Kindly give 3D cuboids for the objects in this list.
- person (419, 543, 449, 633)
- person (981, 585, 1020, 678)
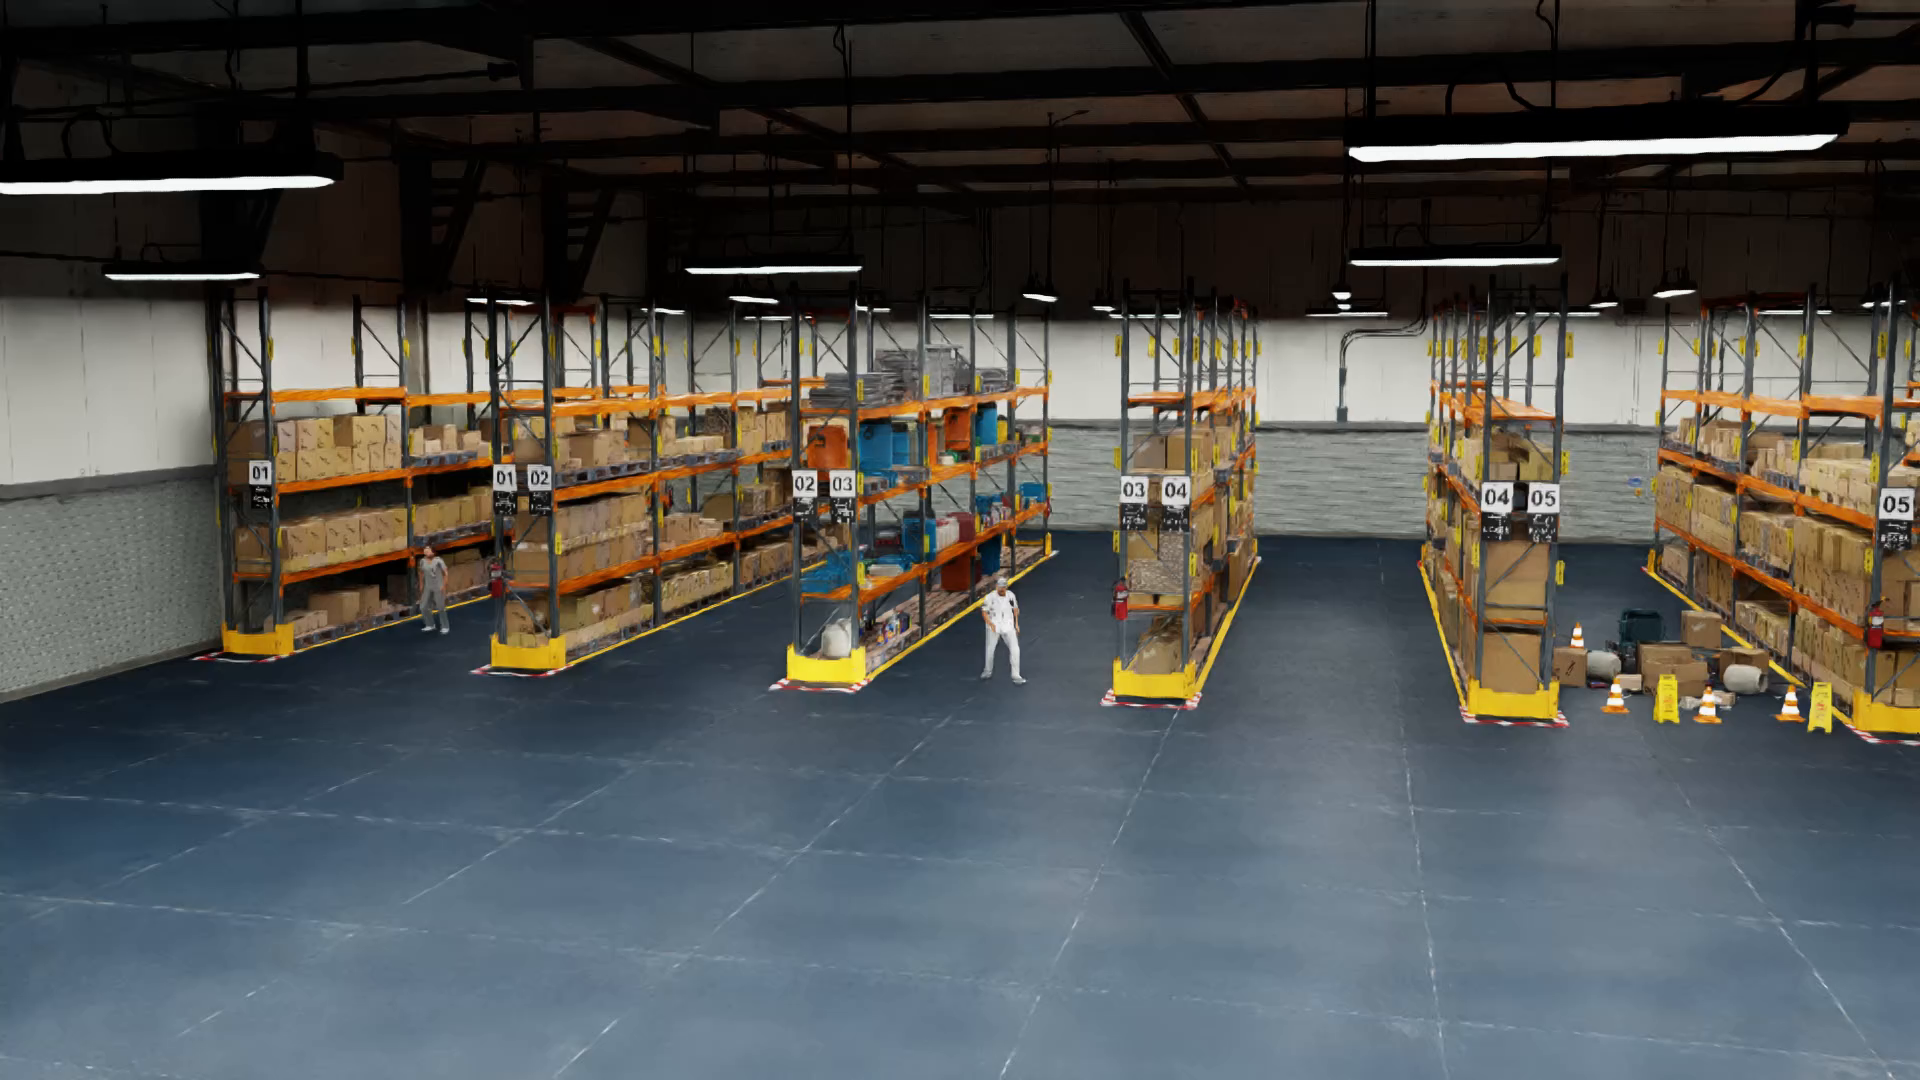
[{"bbox_3d":[-9.277,0.840,29.341,0.580,1.617,0.502,1,7,11],"label":"person"},{"bbox_3d":[0.607,1.303,25.081,0.589,1.517,0.803,-1,7,-4],"label":"person"}]
